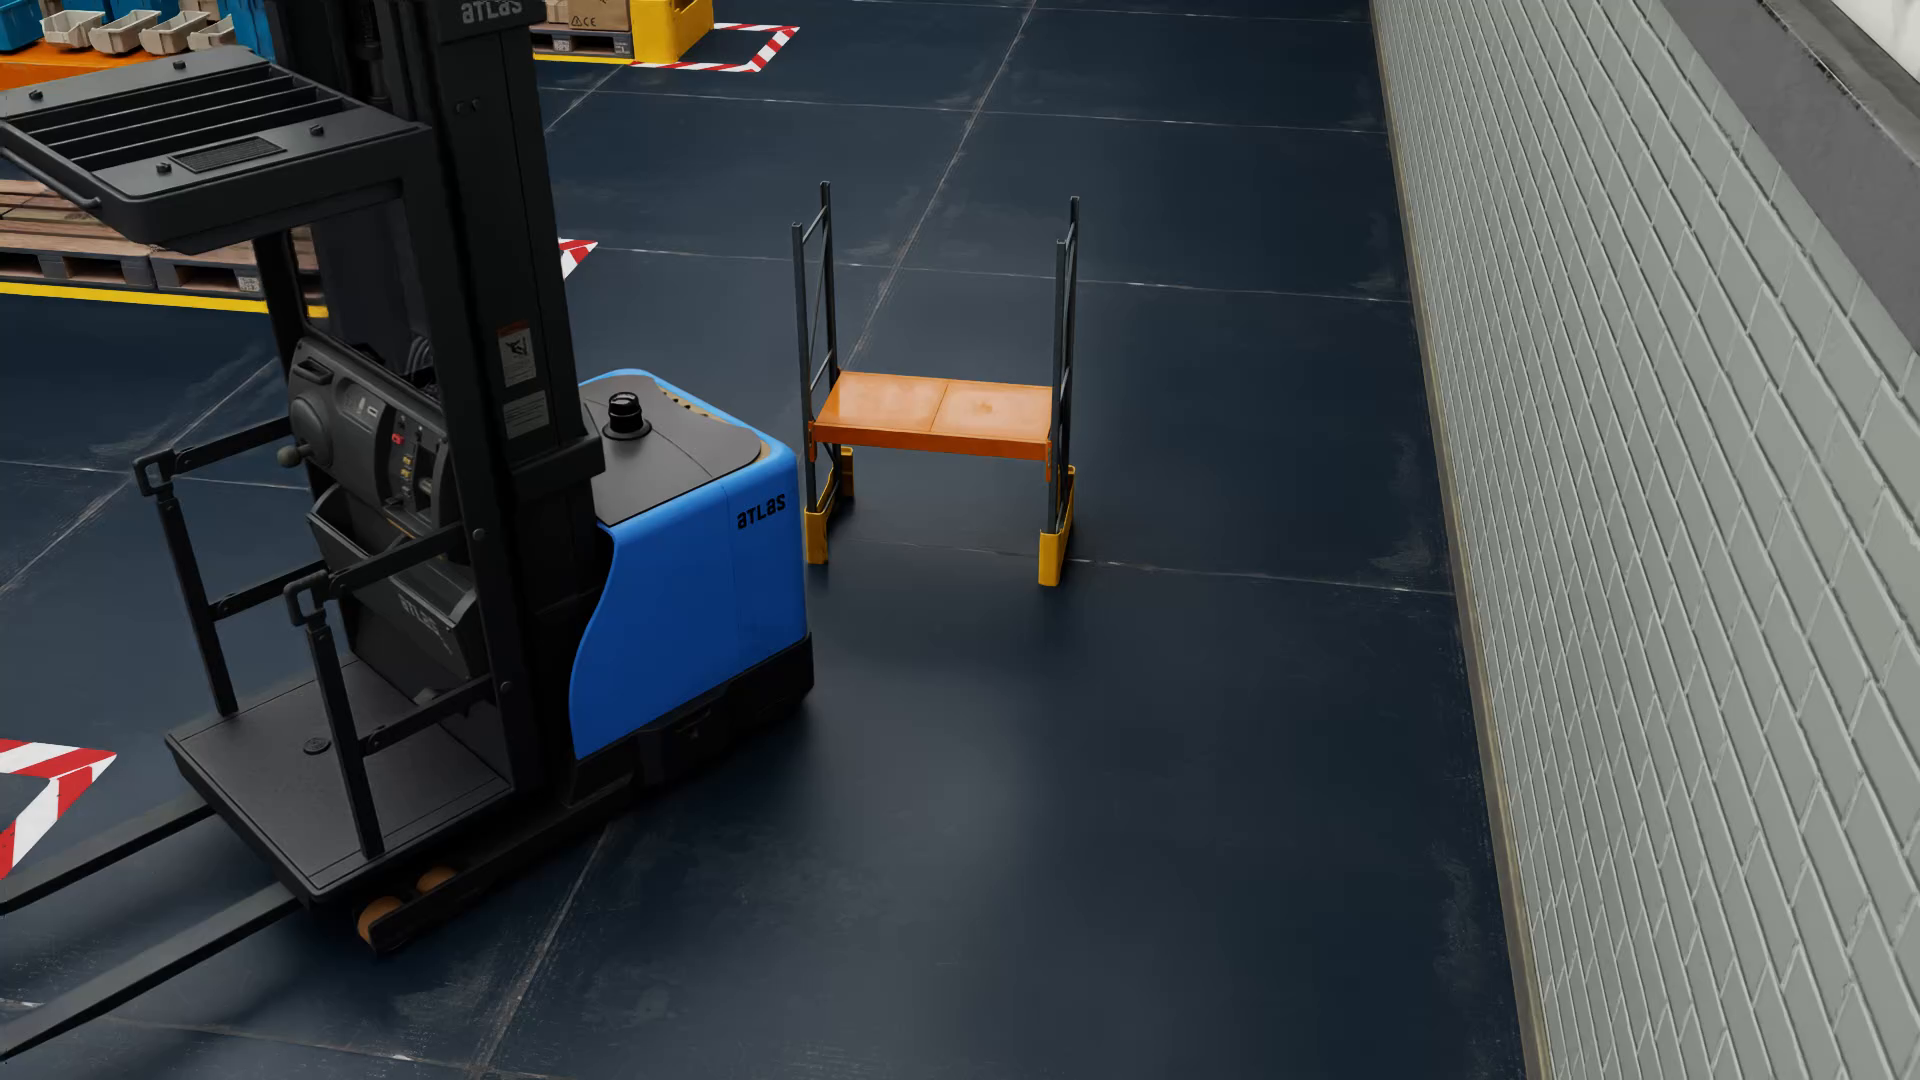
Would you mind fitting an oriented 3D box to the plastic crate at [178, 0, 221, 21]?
[{"bbox_3d":[-4.288,-3.054,9.495,0.298,0.136,0.250,5,32,8],"label":"plastic crate"}]

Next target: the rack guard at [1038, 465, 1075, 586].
[{"bbox_3d":[0.416,-0.068,7.124,0.087,0.250,0.587,5,32,8],"label":"rack guard"}]

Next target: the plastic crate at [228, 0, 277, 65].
[{"bbox_3d":[-3.491,-2.787,8.785,0.499,0.435,0.616,5,32,8],"label":"plastic crate"}]

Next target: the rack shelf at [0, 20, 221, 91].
[{"bbox_3d":[-5.101,-2.688,9.395,4.000,0.370,1.077,5,32,8],"label":"rack shelf"}]

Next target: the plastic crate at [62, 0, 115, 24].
[{"bbox_3d":[-4.911,-3.107,9.488,0.300,0.233,0.416,5,32,8],"label":"plastic crate"}]

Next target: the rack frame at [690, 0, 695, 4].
[{"bbox_3d":[-2.292,-5.404,13.057,0.127,3.000,1.000,5,32,8],"label":"rack frame"}]

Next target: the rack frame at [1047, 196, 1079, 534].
[{"bbox_3d":[0.417,-0.598,6.792,0.032,1.500,0.500,5,32,8],"label":"rack frame"}]

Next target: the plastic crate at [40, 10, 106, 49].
[{"bbox_3d":[-4.821,-2.768,9.037,0.250,0.136,0.298,5,32,8],"label":"plastic crate"}]

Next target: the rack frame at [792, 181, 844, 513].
[{"bbox_3d":[-0.585,-0.689,6.937,0.032,1.500,0.500,5,32,8],"label":"rack frame"}]

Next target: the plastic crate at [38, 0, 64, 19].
[{"bbox_3d":[-5.305,-3.087,9.546,0.466,0.136,0.293,5,32,8],"label":"plastic crate"}]

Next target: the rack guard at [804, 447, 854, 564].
[{"bbox_3d":[-0.566,-0.157,7.266,0.087,0.250,0.587,5,32,8],"label":"rack guard"}]

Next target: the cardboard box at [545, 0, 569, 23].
[{"bbox_3d":[-3.254,-4.393,13.697,0.250,0.166,0.380,5,32,8],"label":"cardboard box"}]

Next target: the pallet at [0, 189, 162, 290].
[{"bbox_3d":[-5.135,-1.836,9.984,1.213,0.211,1.003,5,32,8],"label":"pallet"}]

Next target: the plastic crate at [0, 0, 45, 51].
[{"bbox_3d":[-5.197,-2.818,9.026,0.300,0.233,0.416,5,32,8],"label":"plastic crate"}]

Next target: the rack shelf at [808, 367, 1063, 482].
[{"bbox_3d":[-0.084,-0.491,6.960,1.000,0.185,0.538,5,32,8],"label":"rack shelf"}]

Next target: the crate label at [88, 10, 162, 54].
[{"bbox_3d":[-4.526,-2.751,9.010,0.243,0.136,0.396,5,32,8],"label":"crate label"}]

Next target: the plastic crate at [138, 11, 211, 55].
[{"bbox_3d":[-4.247,-2.739,8.991,0.243,0.136,0.396,5,32,8],"label":"plastic crate"}]

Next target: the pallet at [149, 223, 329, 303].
[{"bbox_3d":[-3.936,-1.726,9.809,1.213,0.211,1.003,5,32,8],"label":"pallet"}]

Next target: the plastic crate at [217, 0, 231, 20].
[{"bbox_3d":[-3.966,-3.022,9.351,0.300,0.233,0.416,5,32,8],"label":"plastic crate"}]

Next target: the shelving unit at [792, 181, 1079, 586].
[{"bbox_3d":[-0.075,-0.643,6.863,1.083,1.500,0.587,5,32,8],"label":"shelving unit"}]

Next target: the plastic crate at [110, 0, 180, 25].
[{"bbox_3d":[-4.615,-3.080,9.445,0.300,0.233,0.416,5,32,8],"label":"plastic crate"}]

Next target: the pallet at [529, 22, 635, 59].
[{"bbox_3d":[-3.153,-4.300,13.921,1.213,0.211,1.003,5,32,8],"label":"pallet"}]

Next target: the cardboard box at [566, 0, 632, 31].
[{"bbox_3d":[-2.870,-4.451,13.475,0.500,0.500,0.500,5,32,8],"label":"cardboard box"}]

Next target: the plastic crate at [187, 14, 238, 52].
[{"bbox_3d":[-3.964,-2.706,8.938,0.243,0.136,0.396,5,32,8],"label":"plastic crate"}]

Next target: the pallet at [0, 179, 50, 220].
[{"bbox_3d":[-6.341,-1.944,10.156,1.213,0.211,1.003,5,32,8],"label":"pallet"}]

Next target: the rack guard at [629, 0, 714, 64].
[{"bbox_3d":[-2.367,-4.352,13.731,0.348,0.500,1.175,5,32,8],"label":"rack guard"}]

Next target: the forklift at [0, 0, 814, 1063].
[{"bbox_3d":[-1.944,-0.269,4.918,1.130,2.935,3.031,28,41,37],"label":"forklift"}]
